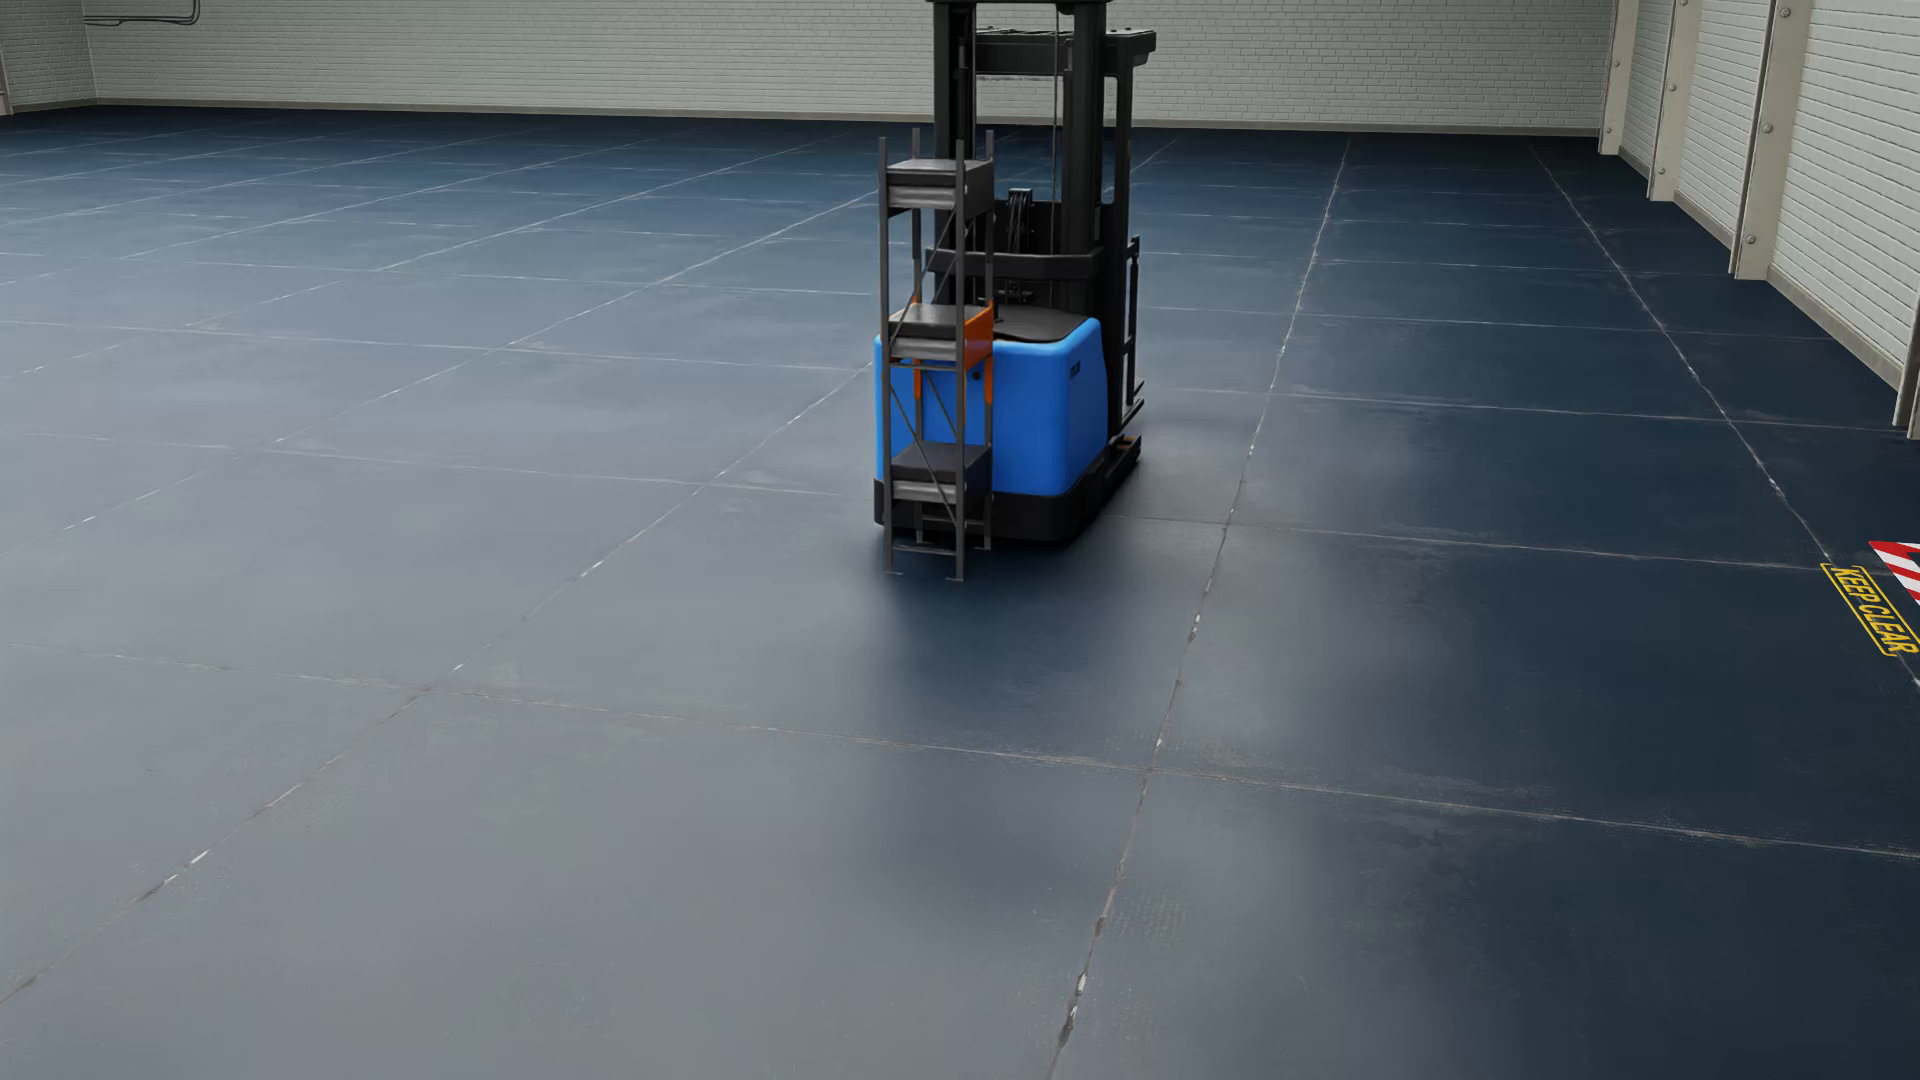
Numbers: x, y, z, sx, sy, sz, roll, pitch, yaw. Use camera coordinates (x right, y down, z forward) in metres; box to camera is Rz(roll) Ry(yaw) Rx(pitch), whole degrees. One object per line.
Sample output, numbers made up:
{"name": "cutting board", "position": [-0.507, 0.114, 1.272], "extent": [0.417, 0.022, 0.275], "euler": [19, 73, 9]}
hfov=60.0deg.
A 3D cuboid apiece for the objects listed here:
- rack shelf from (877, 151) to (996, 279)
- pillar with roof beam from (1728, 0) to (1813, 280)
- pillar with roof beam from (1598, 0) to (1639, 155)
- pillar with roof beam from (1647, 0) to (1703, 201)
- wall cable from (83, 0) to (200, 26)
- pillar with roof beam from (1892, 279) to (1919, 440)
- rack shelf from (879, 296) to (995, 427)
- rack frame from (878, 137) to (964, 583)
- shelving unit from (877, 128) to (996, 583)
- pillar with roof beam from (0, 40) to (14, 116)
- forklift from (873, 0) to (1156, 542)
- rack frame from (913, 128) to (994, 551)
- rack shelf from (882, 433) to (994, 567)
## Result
{"name": "rack shelf", "position": [-0.104, -1.532, 7.800], "extent": [0.431, 0.518, 0.480], "euler": [6, 20, 16]}
{"name": "pillar with roof beam", "position": [3.521, -7.171, 15.761], "extent": [9.100, 9.000, 0.400], "euler": [5, 19, 13]}
{"name": "pillar with roof beam", "position": [6.453, -10.932, 26.772], "extent": [9.100, 9.000, 0.400], "euler": [5, 19, 13]}
{"name": "pillar with roof beam", "position": [4.987, -9.052, 21.266], "extent": [9.100, 9.000, 0.400], "euler": [5, 19, 13]}
{"name": "wall cable", "position": [-17.916, -12.430, 35.960], "extent": [3.097, 2.526, 0.112], "euler": [5, 19, 13]}
{"name": "pillar with roof beam", "position": [2.055, -5.291, 10.255], "extent": [9.100, 9.000, 0.400], "euler": [5, 19, 13]}
{"name": "rack shelf", "position": [-0.104, -0.869, 8.026], "extent": [0.431, 0.518, 0.480], "euler": [6, 20, 16]}
{"name": "rack frame", "position": [-0.175, -0.807, 7.801], "extent": [0.400, 2.100, 0.015], "euler": [6, 20, 16]}
{"name": "shelving unit", "position": [-0.104, -0.882, 8.021], "extent": [0.431, 2.100, 0.503], "euler": [6, 20, 16]}
{"name": "pillar with roof beam", "position": [-15.743, -12.740, 32.065], "extent": [9.100, 9.000, 0.400], "euler": [5, 19, 13]}
{"name": "forklift", "position": [0.465, -1.819, 9.478], "extent": [1.130, 2.935, 3.031], "euler": [6, 20, 16]}
{"name": "rack frame", "position": [-0.033, -0.958, 8.242], "extent": [0.400, 2.100, 0.015], "euler": [6, 20, 16]}
{"name": "rack shelf", "position": [-0.104, -0.207, 8.252], "extent": [0.431, 0.518, 0.480], "euler": [6, 20, 16]}
